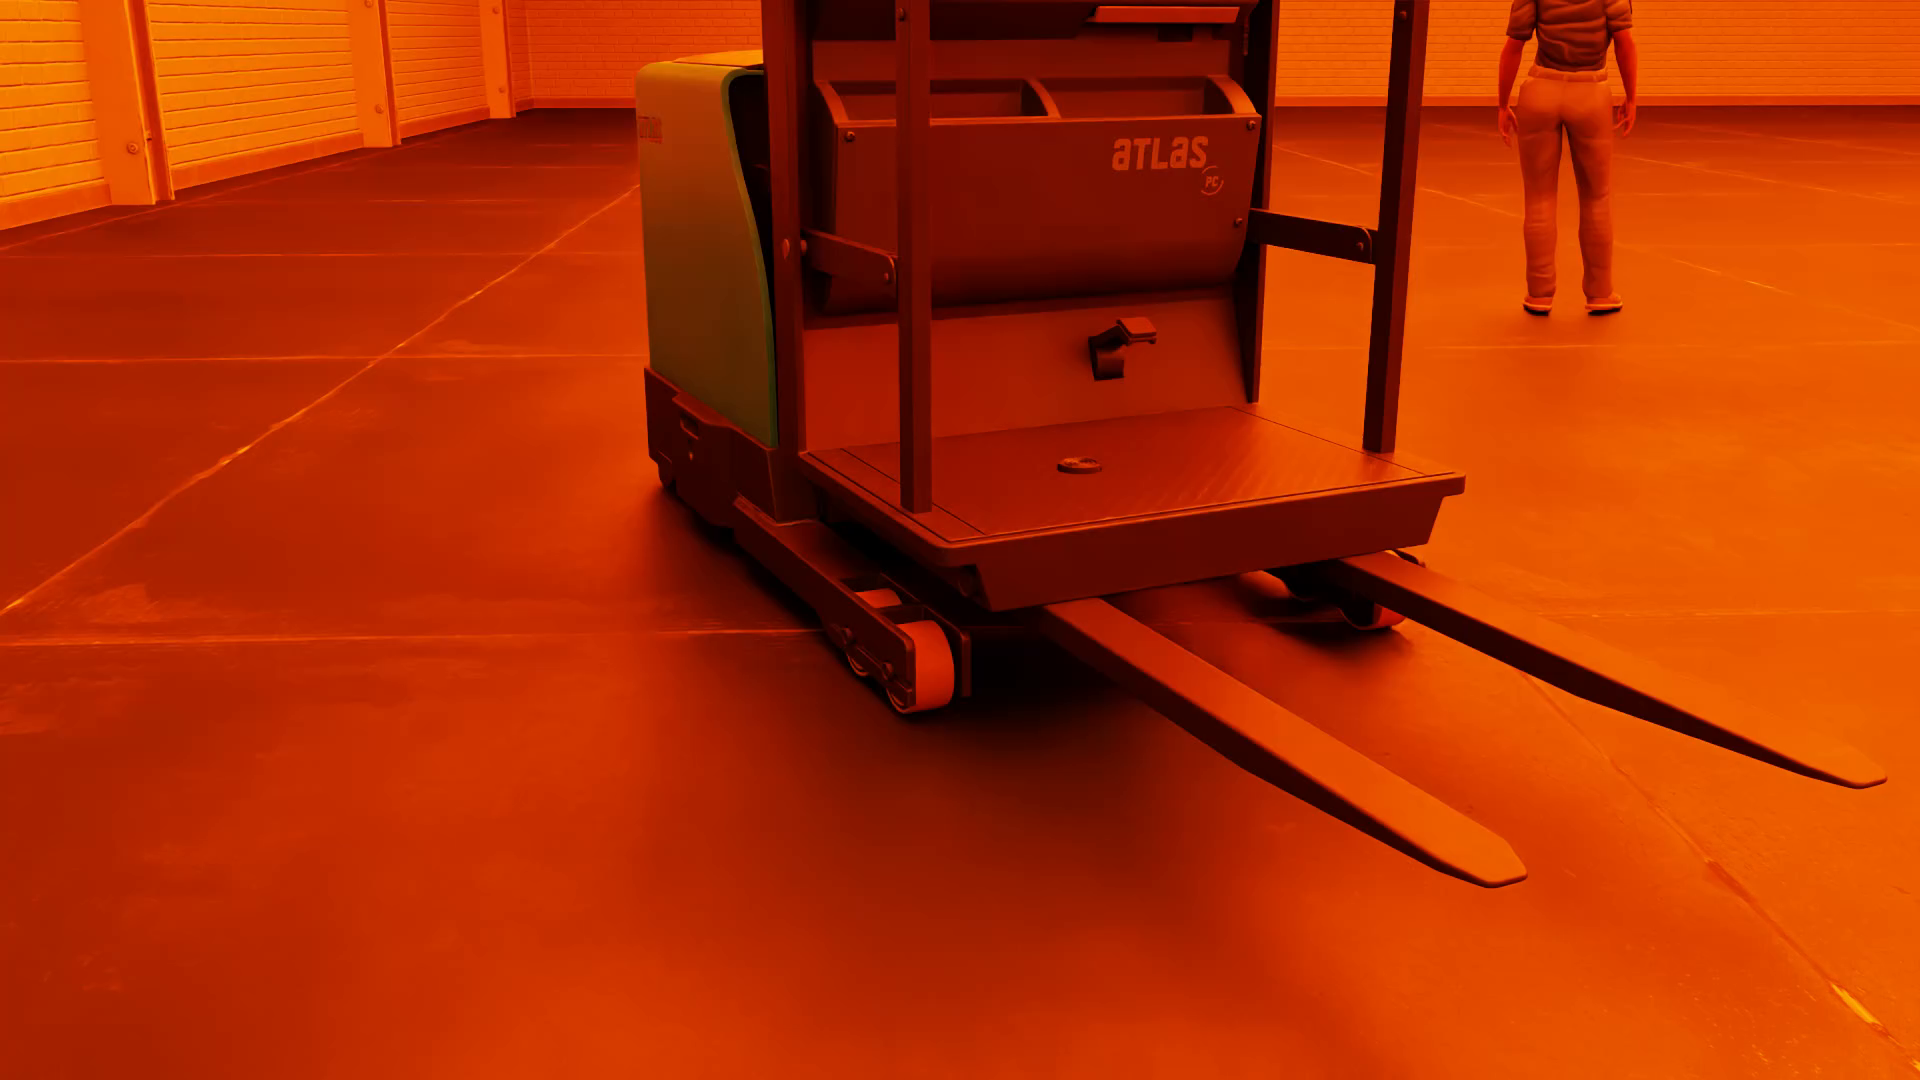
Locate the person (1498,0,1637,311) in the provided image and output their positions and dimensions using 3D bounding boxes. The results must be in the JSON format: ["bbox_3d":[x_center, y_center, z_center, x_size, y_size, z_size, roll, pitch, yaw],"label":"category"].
[{"bbox_3d":[2.520,-1.771,6.875,0.570,1.642,0.505,7,18,23],"label":"person"}]

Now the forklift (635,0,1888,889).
[{"bbox_3d":[0.258,-1.240,2.962,1.130,2.935,3.031,-8,19,-24],"label":"forklift"}]
